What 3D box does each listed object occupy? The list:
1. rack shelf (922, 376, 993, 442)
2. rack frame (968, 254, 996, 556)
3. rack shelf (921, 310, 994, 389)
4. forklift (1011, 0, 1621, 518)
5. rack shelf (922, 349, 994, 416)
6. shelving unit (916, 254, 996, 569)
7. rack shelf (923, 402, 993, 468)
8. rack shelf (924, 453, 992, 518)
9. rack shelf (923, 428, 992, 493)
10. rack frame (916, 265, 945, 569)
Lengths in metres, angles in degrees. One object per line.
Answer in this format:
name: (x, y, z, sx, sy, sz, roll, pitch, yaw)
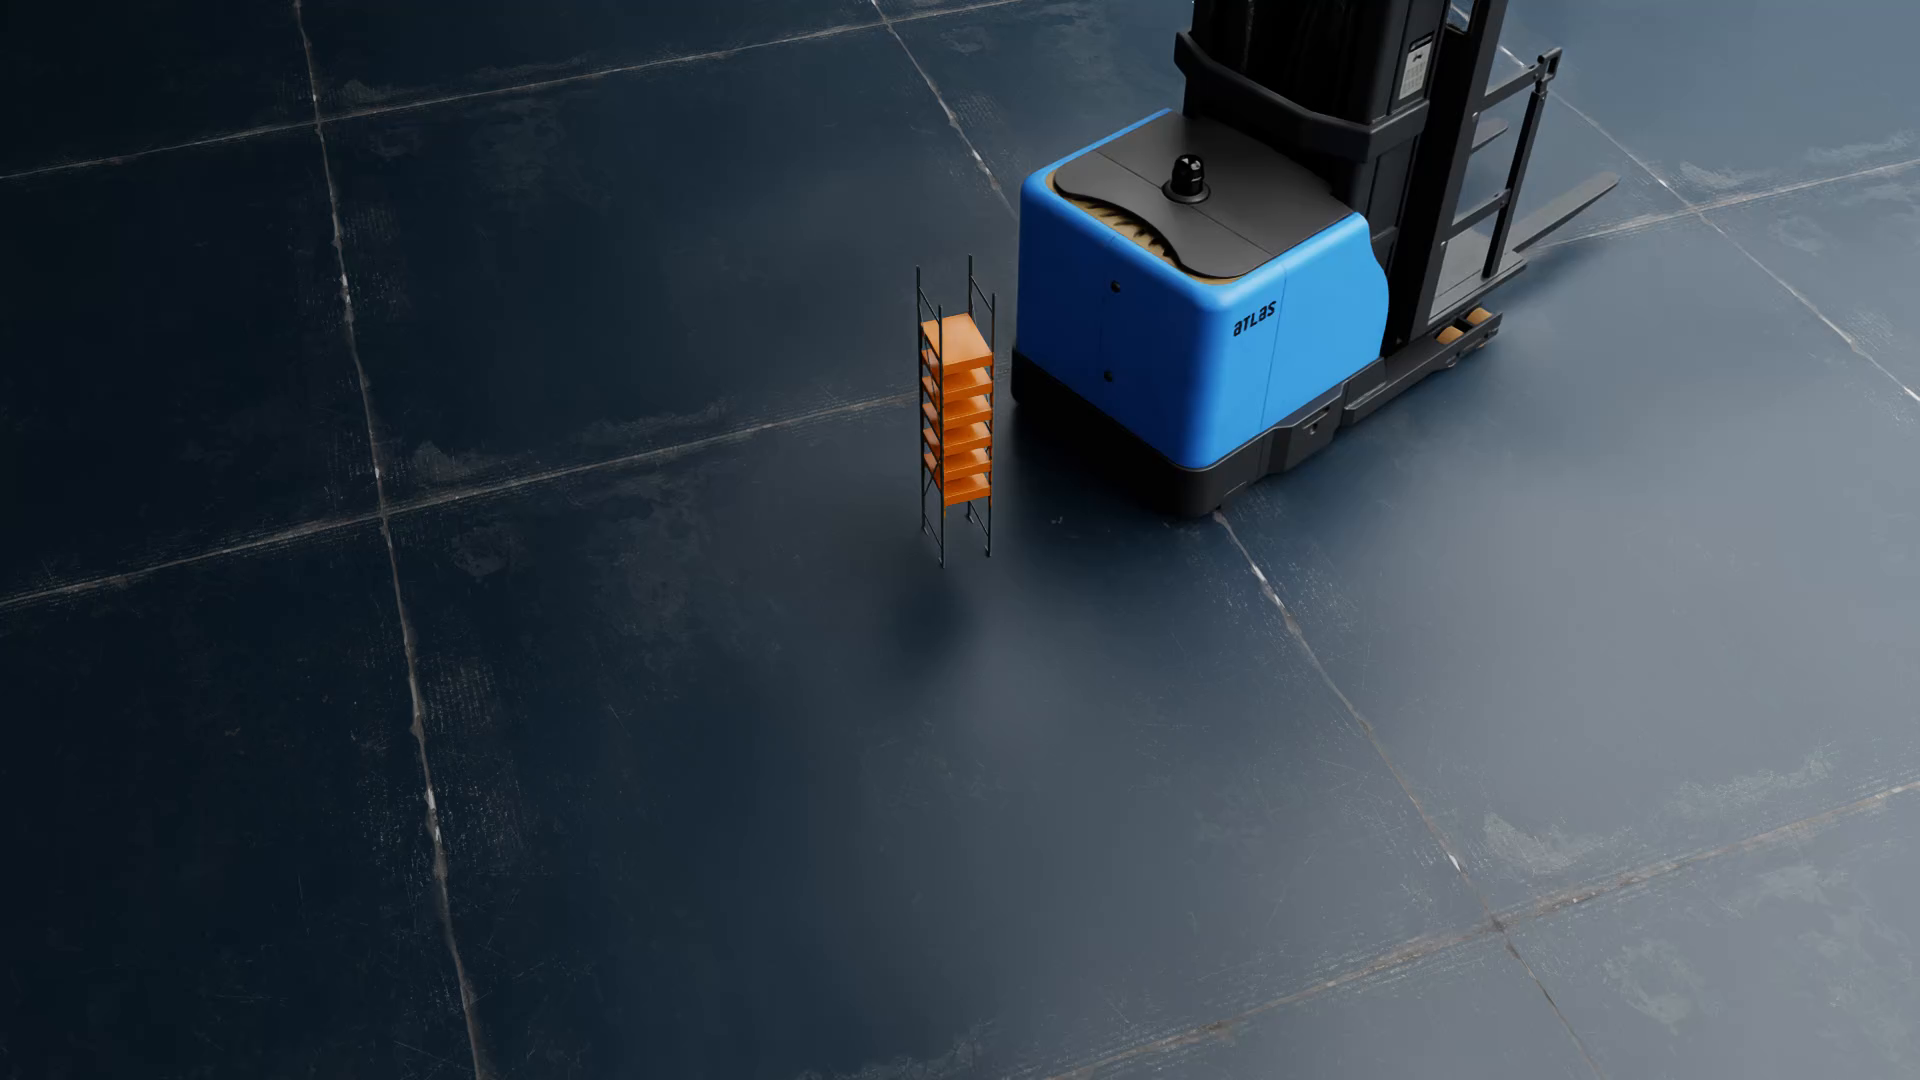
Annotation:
rack shelf: (-0.014, -0.473, 5.768, 0.180, 0.103, 0.258, -14, 47, -14)
rack frame: (0.072, -0.442, 5.843, 0.006, 1.200, 0.240, -14, 47, -14)
rack shelf: (-0.014, -0.643, 5.598, 0.180, 0.103, 0.258, -14, 47, -14)
forklift: (1.652, -2.015, 6.189, 3.031, 2.935, 1.130, -31, 53, -27)
rack shelf: (-0.014, -0.558, 5.683, 0.180, 0.103, 0.258, -14, 47, -14)
shelving unit: (-0.014, -0.420, 5.822, 0.189, 1.200, 0.258, -14, 47, -14)
rack shelf: (-0.014, -0.389, 5.853, 0.180, 0.103, 0.258, -14, 47, -14)
rack shelf: (-0.014, -0.219, 6.023, 0.180, 0.103, 0.258, -14, 47, -14)
rack shelf: (-0.014, -0.304, 5.938, 0.180, 0.103, 0.258, -14, 47, -14)
rack frame: (-0.100, -0.398, 5.800, 0.006, 1.200, 0.240, -14, 47, -14)
